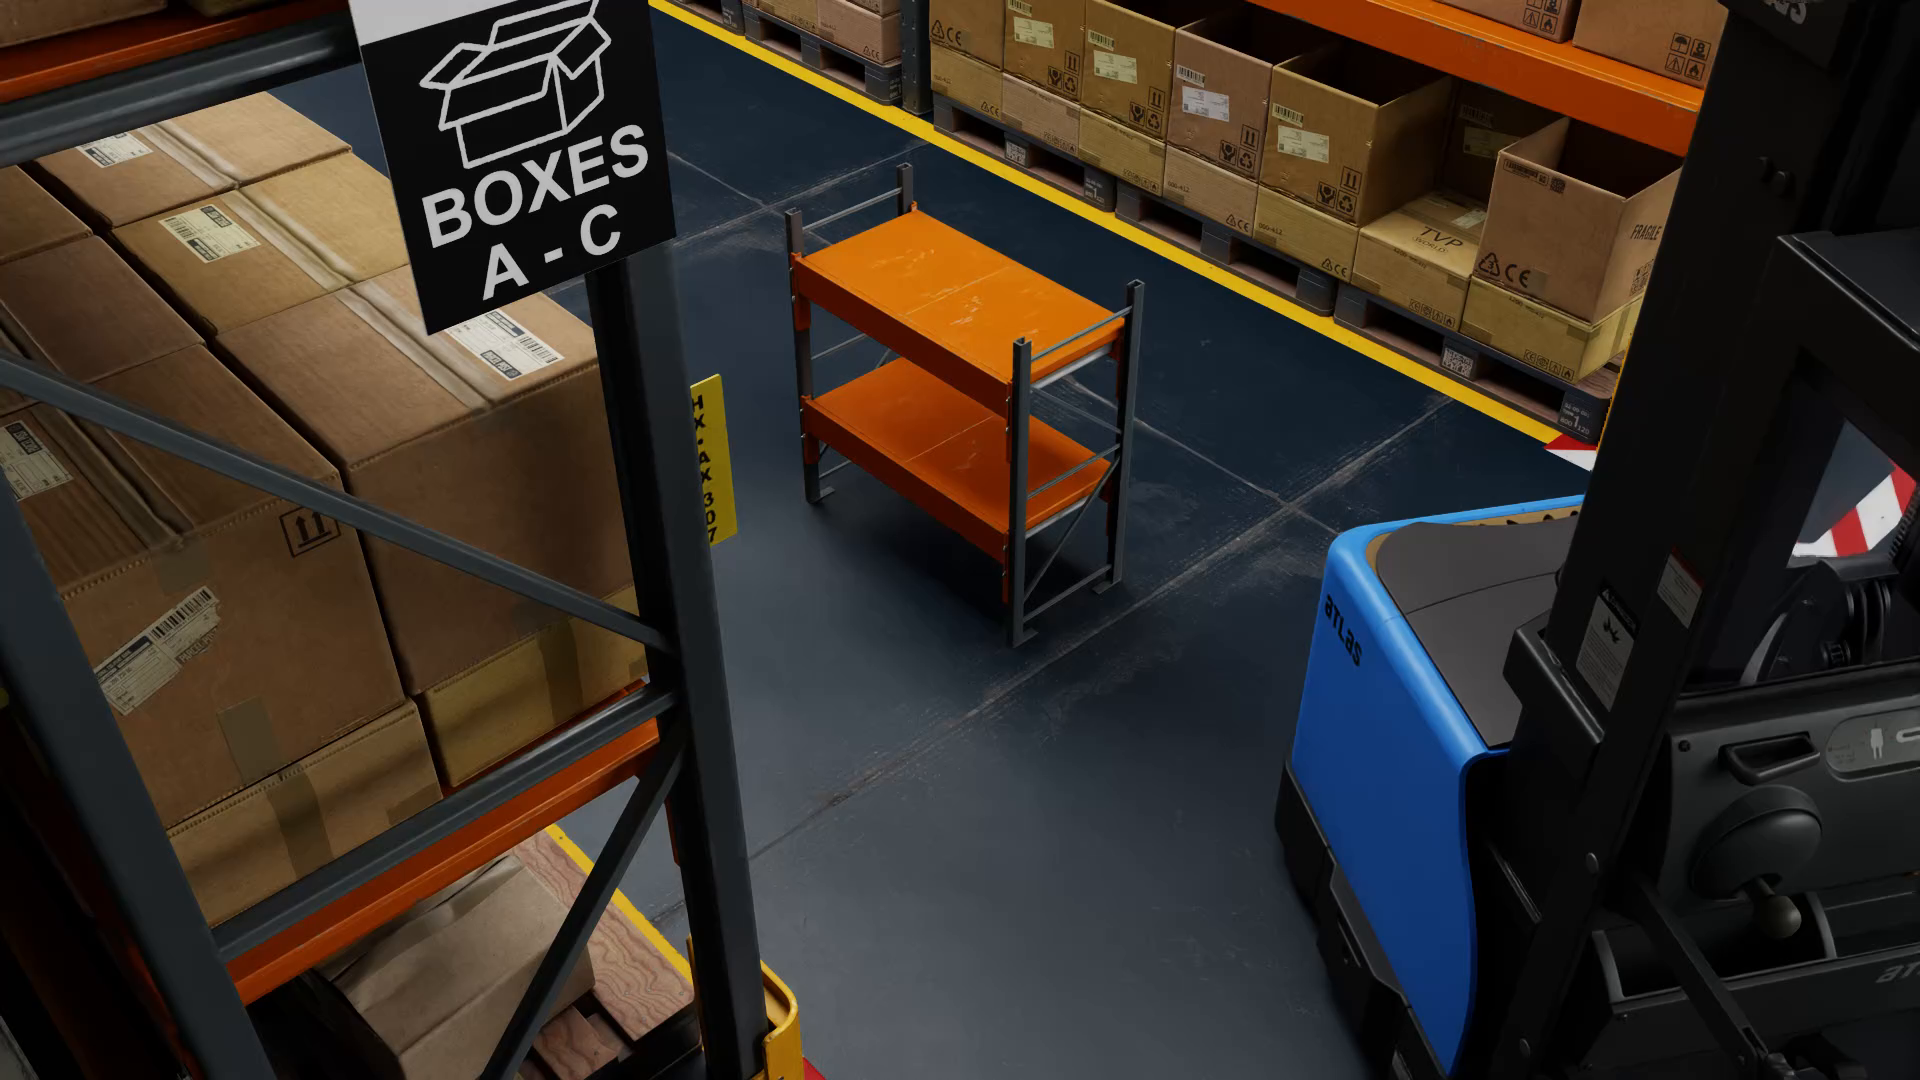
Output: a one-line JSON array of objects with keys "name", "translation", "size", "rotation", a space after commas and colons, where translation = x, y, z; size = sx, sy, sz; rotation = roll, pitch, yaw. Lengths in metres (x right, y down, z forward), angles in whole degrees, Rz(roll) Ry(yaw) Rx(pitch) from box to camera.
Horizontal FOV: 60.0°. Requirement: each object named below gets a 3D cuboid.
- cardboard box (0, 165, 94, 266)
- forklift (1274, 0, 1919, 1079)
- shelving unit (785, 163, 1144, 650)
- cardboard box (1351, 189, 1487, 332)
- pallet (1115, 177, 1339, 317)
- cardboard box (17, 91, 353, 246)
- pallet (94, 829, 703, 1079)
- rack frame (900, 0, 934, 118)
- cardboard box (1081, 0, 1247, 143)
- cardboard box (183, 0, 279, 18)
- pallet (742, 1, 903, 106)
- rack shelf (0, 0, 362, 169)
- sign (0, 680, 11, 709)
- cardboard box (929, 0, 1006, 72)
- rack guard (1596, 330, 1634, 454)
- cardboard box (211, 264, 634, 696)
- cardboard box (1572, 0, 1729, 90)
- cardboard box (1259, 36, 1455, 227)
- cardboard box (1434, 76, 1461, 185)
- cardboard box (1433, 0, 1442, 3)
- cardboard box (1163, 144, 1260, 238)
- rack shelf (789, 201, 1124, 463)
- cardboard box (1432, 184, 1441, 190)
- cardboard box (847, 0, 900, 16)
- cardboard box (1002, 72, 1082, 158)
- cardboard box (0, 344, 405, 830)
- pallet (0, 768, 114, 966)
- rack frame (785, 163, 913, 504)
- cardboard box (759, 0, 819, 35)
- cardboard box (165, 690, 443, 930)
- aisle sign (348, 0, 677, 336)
[{"name": "cardboard box", "translation": [-1.983, -0.395, 3.283], "size": [0.500, 0.500, 0.500], "rotation": [-31, 48, -33]}, {"name": "forklift", "translation": [1.681, 0.509, 2.711], "size": [1.130, 2.935, 3.031], "rotation": [-8, 40, -10]}, {"name": "shelving unit", "translation": [-0.005, -0.441, 5.325], "size": [0.538, 1.125, 1.048], "rotation": [-30, 48, -32]}, {"name": "cardboard box", "translation": [1.897, -1.101, 6.504], "size": [0.500, 0.250, 0.500], "rotation": [-30, 48, -32]}, {"name": "pallet", "translation": [1.456, -1.474, 7.332], "size": [1.003, 0.211, 1.213], "rotation": [-30, 48, -32]}, {"name": "cardboard box", "translation": [-1.595, -0.616, 3.557], "size": [0.500, 0.500, 0.500], "rotation": [-32, 49, -33]}, {"name": "pallet", "translation": [-1.396, 1.107, 4.136], "size": [1.003, 0.211, 1.213], "rotation": [-30, 48, -32]}, {"name": "rack frame", "translation": [0.119, -3.510, 7.633], "size": [1.000, 3.000, 0.127], "rotation": [-30, 48, -32]}, {"name": "cardboard box", "translation": [0.879, -2.085, 7.126], "size": [0.500, 0.500, 0.500], "rotation": [-30, 48, -32]}, {"name": "cardboard box", "translation": [-0.864, -1.026, 2.075], "size": [0.500, 0.500, 0.500], "rotation": [-29, 47, -31]}, {"name": "pallet", "translation": [-0.408, -2.749, 8.910], "size": [1.003, 0.211, 1.213], "rotation": [-30, 48, -32]}, {"name": "rack shelf", "translation": [-2.174, -1.364, 3.161], "size": [1.077, 0.370, 4.000], "rotation": [-30, 48, -32]}, {"name": "sign", "translation": [-1.244, 0.101, 1.988], "size": [0.100, 0.325, 0.005], "rotation": [-30, 48, -32]}, {"name": "cardboard box", "translation": [0.202, -2.548, 7.698], "size": [0.500, 0.500, 0.500], "rotation": [-30, 48, -32]}, {"name": "rack guard", "translation": [2.841, -0.675, 6.112], "size": [1.175, 0.500, 0.348], "rotation": [-30, 48, -32]}, {"name": "cardboard box", "translation": [-0.923, -0.142, 2.969], "size": [0.500, 0.500, 0.500], "rotation": [-30, 48, -32]}, {"name": "cardboard box", "translation": [2.518, -1.919, 5.583], "size": [0.700, 0.500, 0.500], "rotation": [-30, 48, -32]}, {"name": "cardboard box", "translation": [1.556, -1.622, 6.553], "size": [0.500, 0.500, 0.500], "rotation": [-30, 48, -32]}, {"name": "cardboard box", "translation": [1.939, -1.843, 6.826], "size": [0.500, 0.500, 0.500], "rotation": [-30, 48, -32]}, {"name": "cardboard box", "translation": [1.828, -2.392, 6.169], "size": [0.700, 0.500, 0.500], "rotation": [-30, 47, -31]}, {"name": "cardboard box", "translation": [1.221, -1.564, 7.077], "size": [0.500, 0.250, 0.500], "rotation": [-30, 48, -32]}, {"name": "rack shelf", "translation": [-0.005, -0.668, 5.141], "size": [0.538, 0.278, 1.000], "rotation": [-30, 48, -32]}, {"name": "cardboard box", "translation": [1.947, -1.556, 7.068], "size": [0.500, 0.250, 0.500], "rotation": [-30, 48, -32]}, {"name": "cardboard box", "translation": [-0.366, -2.887, 8.270], "size": [0.500, 0.311, 0.500], "rotation": [-30, 48, -32]}, {"name": "cardboard box", "translation": [0.544, -2.026, 7.650], "size": [0.500, 0.250, 0.500], "rotation": [-30, 48, -32]}, {"name": "cardboard box", "translation": [-1.297, 0.079, 2.695], "size": [0.500, 0.500, 0.500], "rotation": [-31, 48, -32]}, {"name": "pallet", "translation": [-2.217, 0.542, 4.835], "size": [1.003, 0.211, 1.213], "rotation": [-30, 48, -32]}, {"name": "rack frame", "translation": [-0.348, -0.676, 5.616], "size": [0.500, 1.125, 0.032], "rotation": [-30, 48, -32]}, {"name": "cardboard box", "translation": [-0.716, -2.907, 8.740], "size": [0.500, 0.250, 0.500], "rotation": [-31, 48, -32]}, {"name": "cardboard box", "translation": [-1.281, 0.365, 2.939], "size": [0.500, 0.250, 0.500], "rotation": [-29, 47, -31]}, {"name": "aisle sign", "translation": [-0.552, -0.657, 2.032], "size": [0.394, 0.787, 0.004], "rotation": [-30, 48, -32]}]
